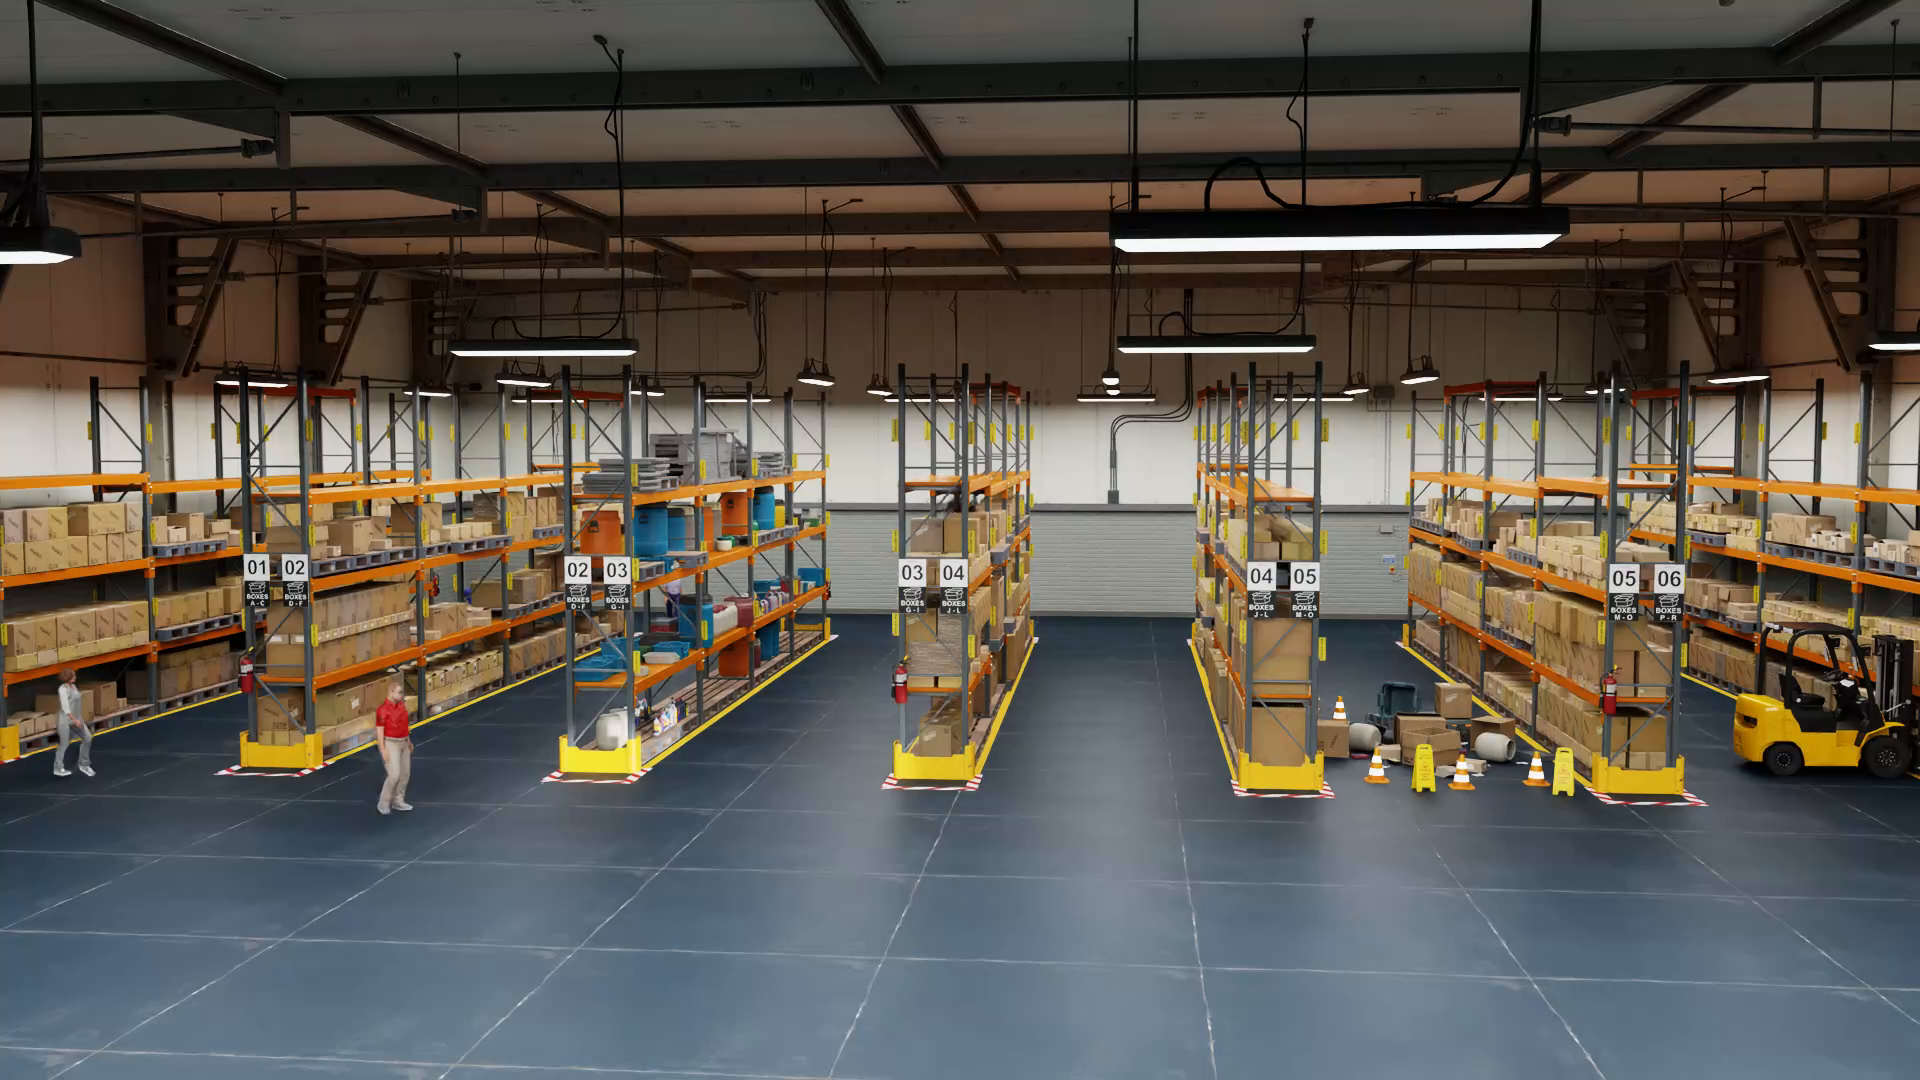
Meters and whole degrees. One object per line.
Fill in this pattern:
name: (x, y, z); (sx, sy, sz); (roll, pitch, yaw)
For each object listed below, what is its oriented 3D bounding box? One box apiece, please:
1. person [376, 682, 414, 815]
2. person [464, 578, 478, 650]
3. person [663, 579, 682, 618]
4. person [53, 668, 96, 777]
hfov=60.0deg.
person: (-7.475, 2.776, 22.052); (0.397, 1.793, 0.590); (1, 4, 17)
person: (-11.304, 1.687, 38.510); (0.621, 1.609, 1.006); (0, 4, 5)
person: (-7.303, 1.494, 42.255); (0.485, 1.605, 0.979); (0, 4, -6)
person: (-12.924, 2.658, 24.129); (0.576, 1.618, 0.419); (1, 4, 9)
